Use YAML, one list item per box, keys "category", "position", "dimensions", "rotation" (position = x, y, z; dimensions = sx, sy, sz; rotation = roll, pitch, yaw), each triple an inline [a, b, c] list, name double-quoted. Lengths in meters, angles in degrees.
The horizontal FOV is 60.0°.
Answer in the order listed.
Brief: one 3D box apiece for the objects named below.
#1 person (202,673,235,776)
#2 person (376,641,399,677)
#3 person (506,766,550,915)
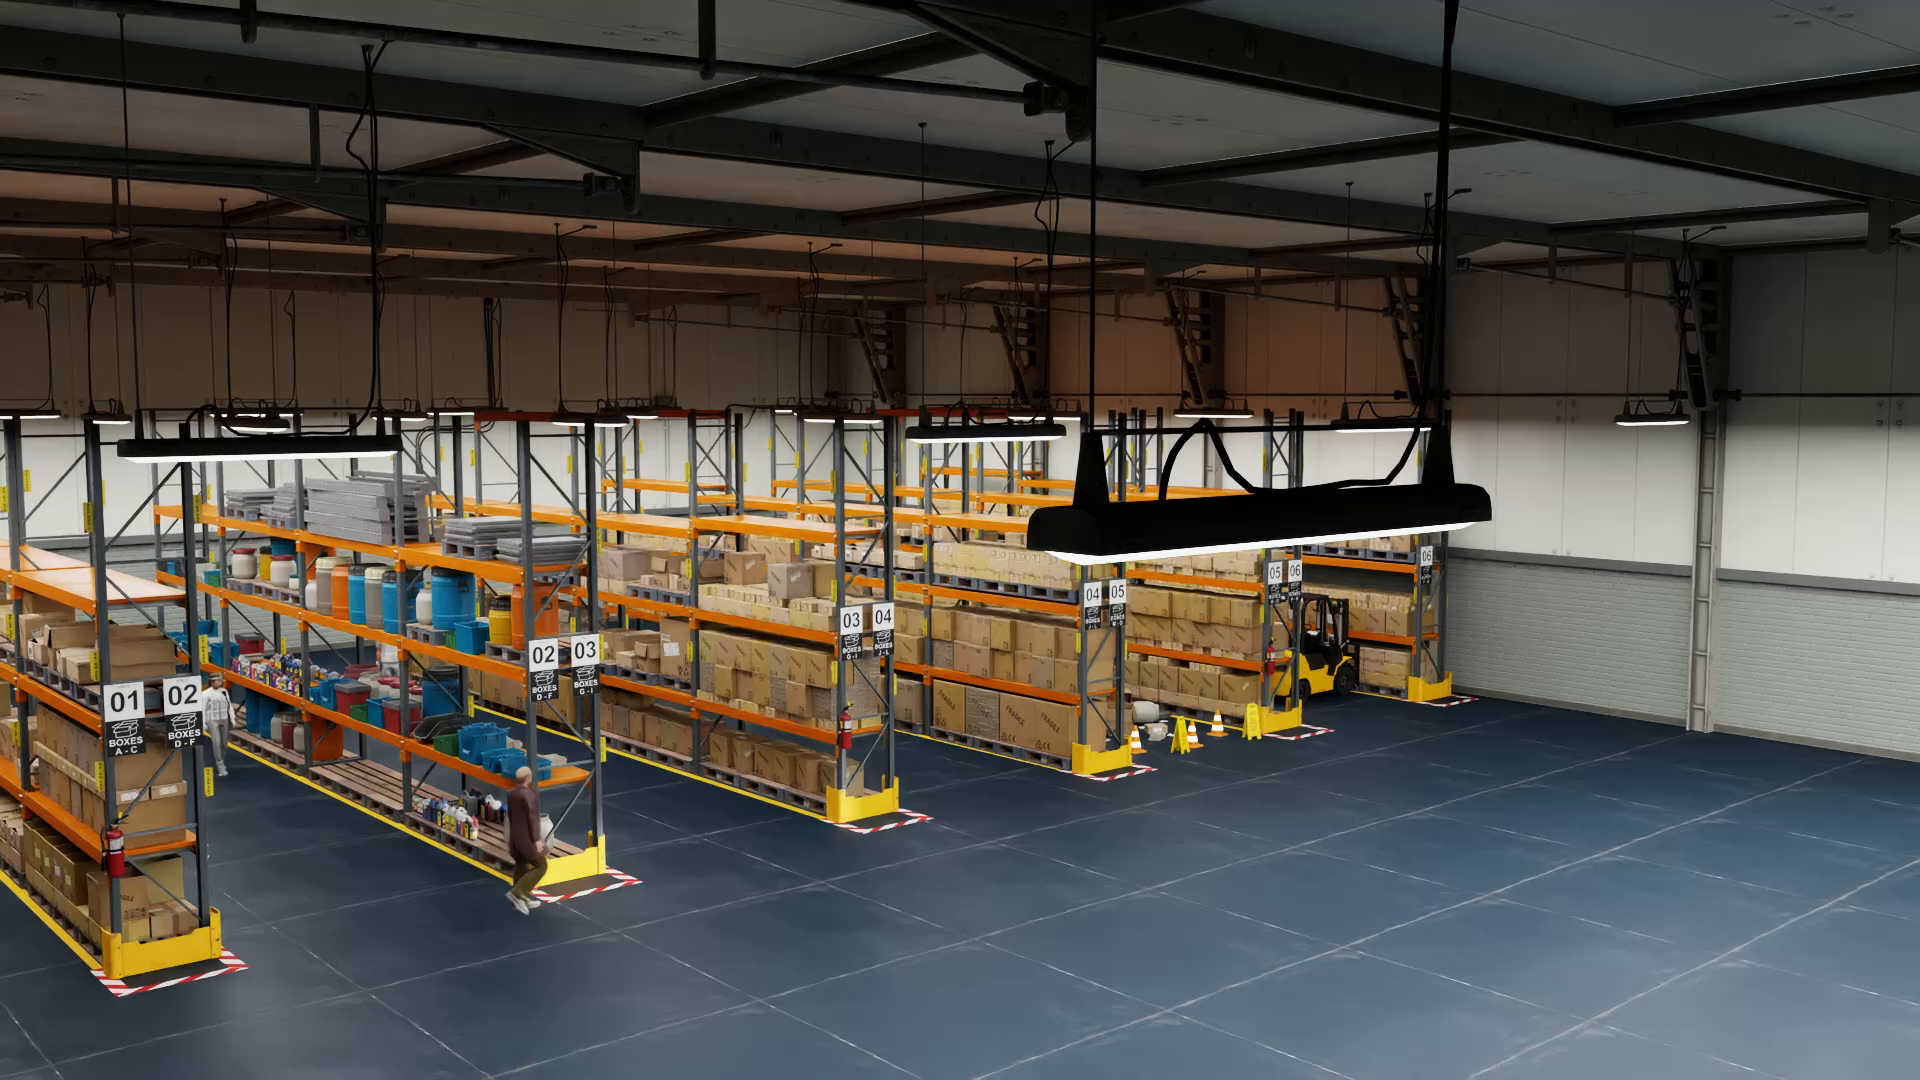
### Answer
- category: "person"
  position: [-12.371, 3.070, 27.858]
  dimensions: [0.718, 1.672, 0.516]
  rotation: [4, 7, 40]
- category: "person"
  position: [-11.508, 2.493, 33.630]
  dimensions: [0.598, 1.791, 0.491]
  rotation: [-1, 5, -14]
- category: "person"
  position: [-5.316, 3.644, 20.255]
  dimensions: [0.535, 1.777, 0.611]
  rotation: [-4, 6, -38]
